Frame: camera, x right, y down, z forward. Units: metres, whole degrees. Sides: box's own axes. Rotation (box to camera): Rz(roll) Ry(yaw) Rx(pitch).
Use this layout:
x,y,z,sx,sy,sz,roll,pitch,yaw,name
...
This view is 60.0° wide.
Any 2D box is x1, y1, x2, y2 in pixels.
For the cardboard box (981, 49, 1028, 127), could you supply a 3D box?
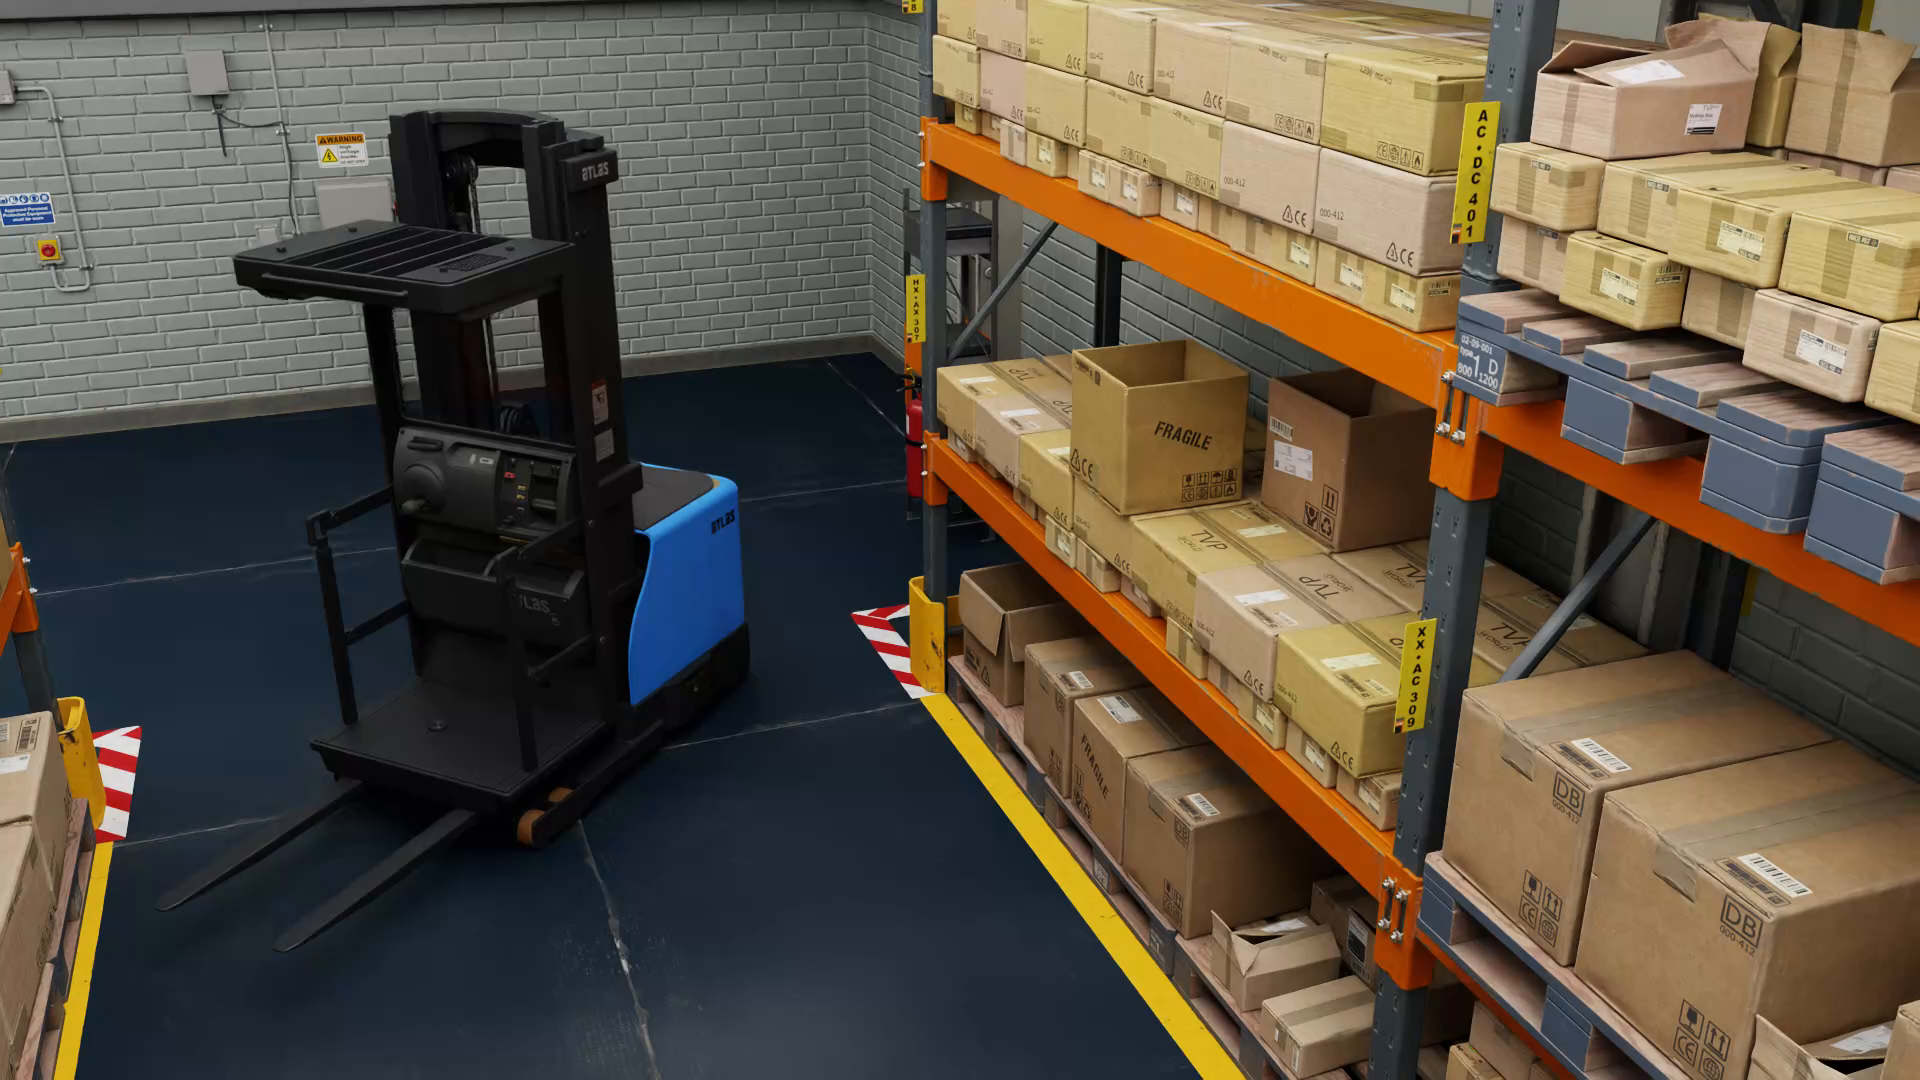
x,y,z,sx,sy,sz,roll,pitch,yaw,name
0.402,-1.839,6.699,0.500,0.250,0.500,-8,24,-18,cardboard box

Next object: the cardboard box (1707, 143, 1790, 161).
x,y,z,sx,sy,sz,roll,pitch,yaw,name
1.930,-0.866,3.852,0.380,0.149,0.250,-9,24,-20,cardboard box

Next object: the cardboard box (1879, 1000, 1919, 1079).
x,y,z,sx,sy,sz,roll,pitch,yaw,name
2.137,1.124,3.051,0.700,0.500,0.500,-8,24,-19,cardboard box

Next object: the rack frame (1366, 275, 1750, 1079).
x,y,z,sx,sy,sz,roll,pitch,yaw,name
1.715,0.684,4.765,1.000,3.000,0.127,-8,24,-19,rack frame

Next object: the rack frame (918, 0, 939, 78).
x,y,z,sx,sy,sz,roll,pitch,yaw,name
0.302,-3.534,7.048,1.000,3.000,0.127,-8,24,-19,rack frame

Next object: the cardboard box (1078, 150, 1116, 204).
x,y,z,sx,sy,sz,roll,pitch,yaw,name
0.648,-1.318,5.976,0.380,0.149,0.250,-8,24,-19,cardboard box

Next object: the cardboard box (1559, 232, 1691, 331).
x,y,z,sx,sy,sz,roll,pitch,yaw,name
1.508,-0.560,3.509,0.380,0.149,0.250,-8,24,-18,cardboard box

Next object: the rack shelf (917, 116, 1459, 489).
x,y,z,sx,sy,sz,roll,pitch,yaw,name
1.009,-1.093,6.046,1.077,0.370,4.000,-8,24,-19,rack shelf

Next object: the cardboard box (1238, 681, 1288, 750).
x,y,z,sx,sy,sz,roll,pitch,yaw,name
1.140,0.536,5.440,0.380,0.149,0.250,-8,24,-18,cardboard box

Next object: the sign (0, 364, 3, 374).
x,y,z,sx,sy,sz,roll,pitch,yaw,name
-3.828,-0.799,6.488,0.100,0.325,0.005,-8,24,-19,sign

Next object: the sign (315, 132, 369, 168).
x,y,z,sx,sy,sz,roll,pitch,yaw,name
-4.462,-2.816,12.006,0.339,0.242,0.001,-8,24,-19,sign

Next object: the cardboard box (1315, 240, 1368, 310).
x,y,z,sx,sy,sz,roll,pitch,yaw,name
1.228,-0.762,4.657,0.380,0.149,0.250,-8,24,-19,cardboard box

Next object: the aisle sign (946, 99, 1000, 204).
x,y,z,sx,sy,sz,roll,pitch,yaw,name
0.003,-1.952,7.671,0.394,0.787,0.004,-8,24,-19,aisle sign

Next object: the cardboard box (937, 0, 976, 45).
x,y,z,sx,sy,sz,roll,pitch,yaw,name
0.224,-2.254,7.041,0.500,0.250,0.500,-9,24,-20,cardboard box

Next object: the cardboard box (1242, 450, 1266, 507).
x,y,z,sx,sy,sz,roll,pitch,yaw,name
1.249,-0.148,6.550,0.500,0.250,0.500,-8,24,-19,cardboard box

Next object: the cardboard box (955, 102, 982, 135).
x,y,z,sx,sy,sz,roll,pitch,yaw,name
0.197,-1.888,7.329,0.380,0.149,0.250,-8,24,-18,cardboard box

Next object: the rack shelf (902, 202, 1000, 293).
x,y,z,sx,sy,sz,roll,pitch,yaw,name
-0.059,-1.660,9.718,0.431,0.518,0.480,-8,24,-19,rack shelf

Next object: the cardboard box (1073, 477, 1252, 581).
x,y,z,sx,sy,sz,roll,pitch,yaw,name
0.771,-0.086,6.401,0.500,0.250,0.500,-9,24,-20,cardboard box

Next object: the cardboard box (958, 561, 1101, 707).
x,y,z,sx,sy,sz,roll,pitch,yaw,name
0.430,0.423,8.058,0.797,0.503,0.637,-9,25,-21,cardboard box

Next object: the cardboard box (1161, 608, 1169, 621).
x,y,z,sx,sy,sz,roll,pitch,yaw,name
0.969,0.239,6.145,0.380,0.149,0.250,-8,24,-18,cardboard box

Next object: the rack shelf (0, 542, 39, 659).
x,y,z,sx,sy,sz,roll,pitch,yaw,name
-3.634,0.971,5.010,1.077,0.370,4.000,-8,24,-19,rack shelf

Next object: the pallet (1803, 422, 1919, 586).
x,y,z,sx,sy,sz,roll,pitch,yaw,name
2.249,0.011,2.741,1.213,0.211,1.003,-8,24,-19,pallet

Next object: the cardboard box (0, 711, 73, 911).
x,y,z,sx,sy,sz,roll,pitch,yaw,name
-4.013,1.126,6.474,0.875,0.438,0.875,-9,25,-21,cardboard box

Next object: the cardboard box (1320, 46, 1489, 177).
x,y,z,sx,sy,sz,roll,pitch,yaw,name
1.312,-1.147,4.413,0.500,0.250,0.500,-8,24,-19,cardboard box

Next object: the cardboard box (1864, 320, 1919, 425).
x,y,z,sx,sy,sz,roll,pitch,yaw,name
1.812,-0.288,2.863,0.380,0.149,0.250,-9,24,-20,cardboard box

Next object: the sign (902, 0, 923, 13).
x,y,z,sx,sy,sz,roll,pitch,yaw,name
-0.205,-2.480,7.284,0.100,0.325,0.005,-8,24,-19,sign

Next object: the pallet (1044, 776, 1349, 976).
x,y,z,sx,sy,sz,roll,pitch,yaw,name
1.039,1.276,6.952,1.003,0.211,1.213,-8,24,-19,pallet

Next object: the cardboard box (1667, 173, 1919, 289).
x,y,z,sx,sy,sz,roll,pitch,yaw,name
1.621,-0.605,3.233,0.380,0.149,0.250,-9,24,-20,cardboard box

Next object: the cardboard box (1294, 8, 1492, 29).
x,y,z,sx,sy,sz,roll,pitch,yaw,name
1.429,-1.586,5.455,0.500,0.250,0.500,-9,24,-20,cardboard box

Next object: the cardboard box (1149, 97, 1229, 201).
x,y,z,sx,sy,sz,roll,pitch,yaw,name
0.947,-1.282,5.378,0.500,0.250,0.500,-8,24,-18,cardboard box

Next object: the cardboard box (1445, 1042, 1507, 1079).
x,y,z,sx,sy,sz,roll,pitch,yaw,name
1.593,1.510,4.647,0.380,0.149,0.250,-7,24,-16,cardboard box

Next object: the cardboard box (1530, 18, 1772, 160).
x,y,z,sx,sy,sz,roll,pitch,yaw,name
1.495,-0.993,3.618,0.396,0.266,0.258,-9,24,-20,cardboard box

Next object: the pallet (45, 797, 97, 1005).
x,y,z,sx,sy,sz,roll,pitch,yaw,name
-3.984,1.478,6.472,1.003,0.211,1.213,-8,24,-19,pallet

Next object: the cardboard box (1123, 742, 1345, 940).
x,y,z,sx,sy,sz,roll,pitch,yaw,name
1.062,1.117,6.414,0.700,0.500,0.500,-9,25,-21,cardboard box

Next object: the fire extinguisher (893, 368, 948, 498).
x,y,z,sx,sy,sz,roll,pitch,yaw,name
-0.182,-0.552,8.277,0.296,0.674,0.183,-8,24,-19,fire extinguisher

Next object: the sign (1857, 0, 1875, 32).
x,y,z,sx,sy,sz,roll,pitch,yaw,name
2.233,-1.195,4.189,0.100,0.325,0.005,-8,24,-19,sign

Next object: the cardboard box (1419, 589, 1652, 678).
x,y,z,sx,sy,sz,roll,pitch,yaw,name
1.793,0.399,5.251,0.500,0.250,0.500,-9,24,-20,cardboard box

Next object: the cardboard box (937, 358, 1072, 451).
x,y,z,sx,sy,sz,roll,pitch,yaw,name
0.210,-0.635,7.706,0.500,0.250,0.500,-8,24,-19,cardboard box

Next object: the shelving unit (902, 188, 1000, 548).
x,y,z,sx,sy,sz,roll,pitch,yaw,name
-0.059,-1.028,9.985,0.431,2.100,0.503,-8,24,-19,shelving unit

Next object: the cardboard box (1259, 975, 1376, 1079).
x,y,z,sx,sy,sz,roll,pitch,yaw,name
1.244,1.642,5.622,0.380,0.149,0.250,-9,25,-21,cardboard box

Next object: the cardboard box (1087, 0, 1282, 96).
x,y,z,sx,sy,sz,roll,pitch,yaw,name
0.766,-1.702,5.731,0.500,0.250,0.500,-8,24,-18,cardboard box

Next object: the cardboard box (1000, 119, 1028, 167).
x,y,z,sx,sy,sz,roll,pitch,yaw,name
0.381,-1.596,6.636,0.380,0.149,0.250,-8,24,-18,cardboard box

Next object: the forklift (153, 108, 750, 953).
x,y,z,sx,sy,sz,roll,pitch,yaw,name
-2.152,-0.223,7.005,1.130,2.935,3.031,10,25,23,forklift

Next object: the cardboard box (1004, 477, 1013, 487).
x,y,z,sx,sy,sz,roll,pitch,yaw,name
0.420,-0.320,7.470,0.380,0.149,0.250,-9,24,-20,cardboard box

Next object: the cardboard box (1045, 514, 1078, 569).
x,y,z,sx,sy,sz,roll,pitch,yaw,name
0.570,-0.022,6.762,0.380,0.149,0.250,-9,24,-20,cardboard box

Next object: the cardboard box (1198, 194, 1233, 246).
x,y,z,sx,sy,sz,roll,pitch,yaw,name
0.992,-1.052,5.344,0.380,0.149,0.250,-8,24,-17,cardboard box

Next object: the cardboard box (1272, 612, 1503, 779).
x,y,z,sx,sy,sz,roll,pitch,yaw,name
1.307,0.465,5.096,0.500,0.250,0.500,-8,24,-18,cardboard box

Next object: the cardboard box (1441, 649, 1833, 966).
x,y,z,sx,sy,sz,roll,pitch,yaw,name
1.677,0.651,4.174,0.700,0.500,0.500,-8,24,-18,cardboard box
